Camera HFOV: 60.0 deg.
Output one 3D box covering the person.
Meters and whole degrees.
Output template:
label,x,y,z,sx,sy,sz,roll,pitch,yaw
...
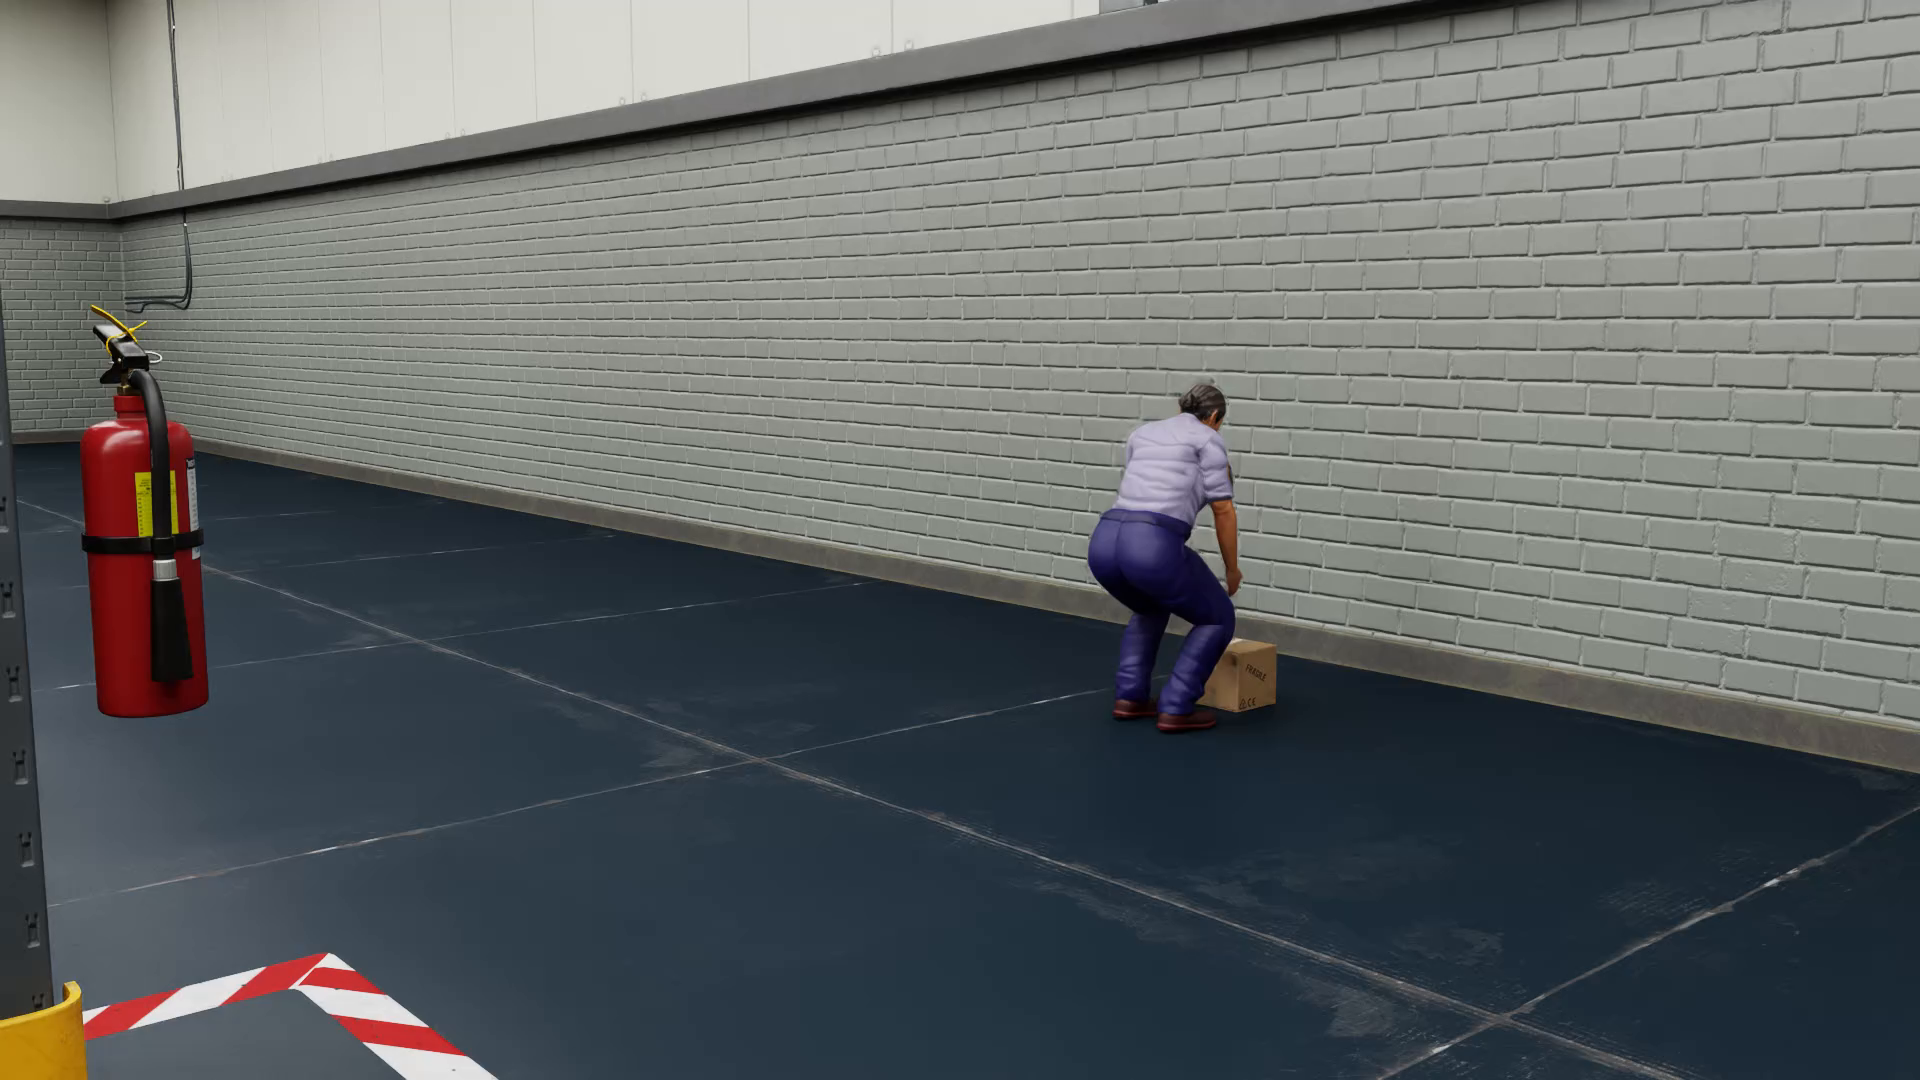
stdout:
label,x,y,z,sx,sy,sz,roll,pitch,yaw
person,0.803,0.061,6.598,0.673,1.340,0.536,-7,10,-41
